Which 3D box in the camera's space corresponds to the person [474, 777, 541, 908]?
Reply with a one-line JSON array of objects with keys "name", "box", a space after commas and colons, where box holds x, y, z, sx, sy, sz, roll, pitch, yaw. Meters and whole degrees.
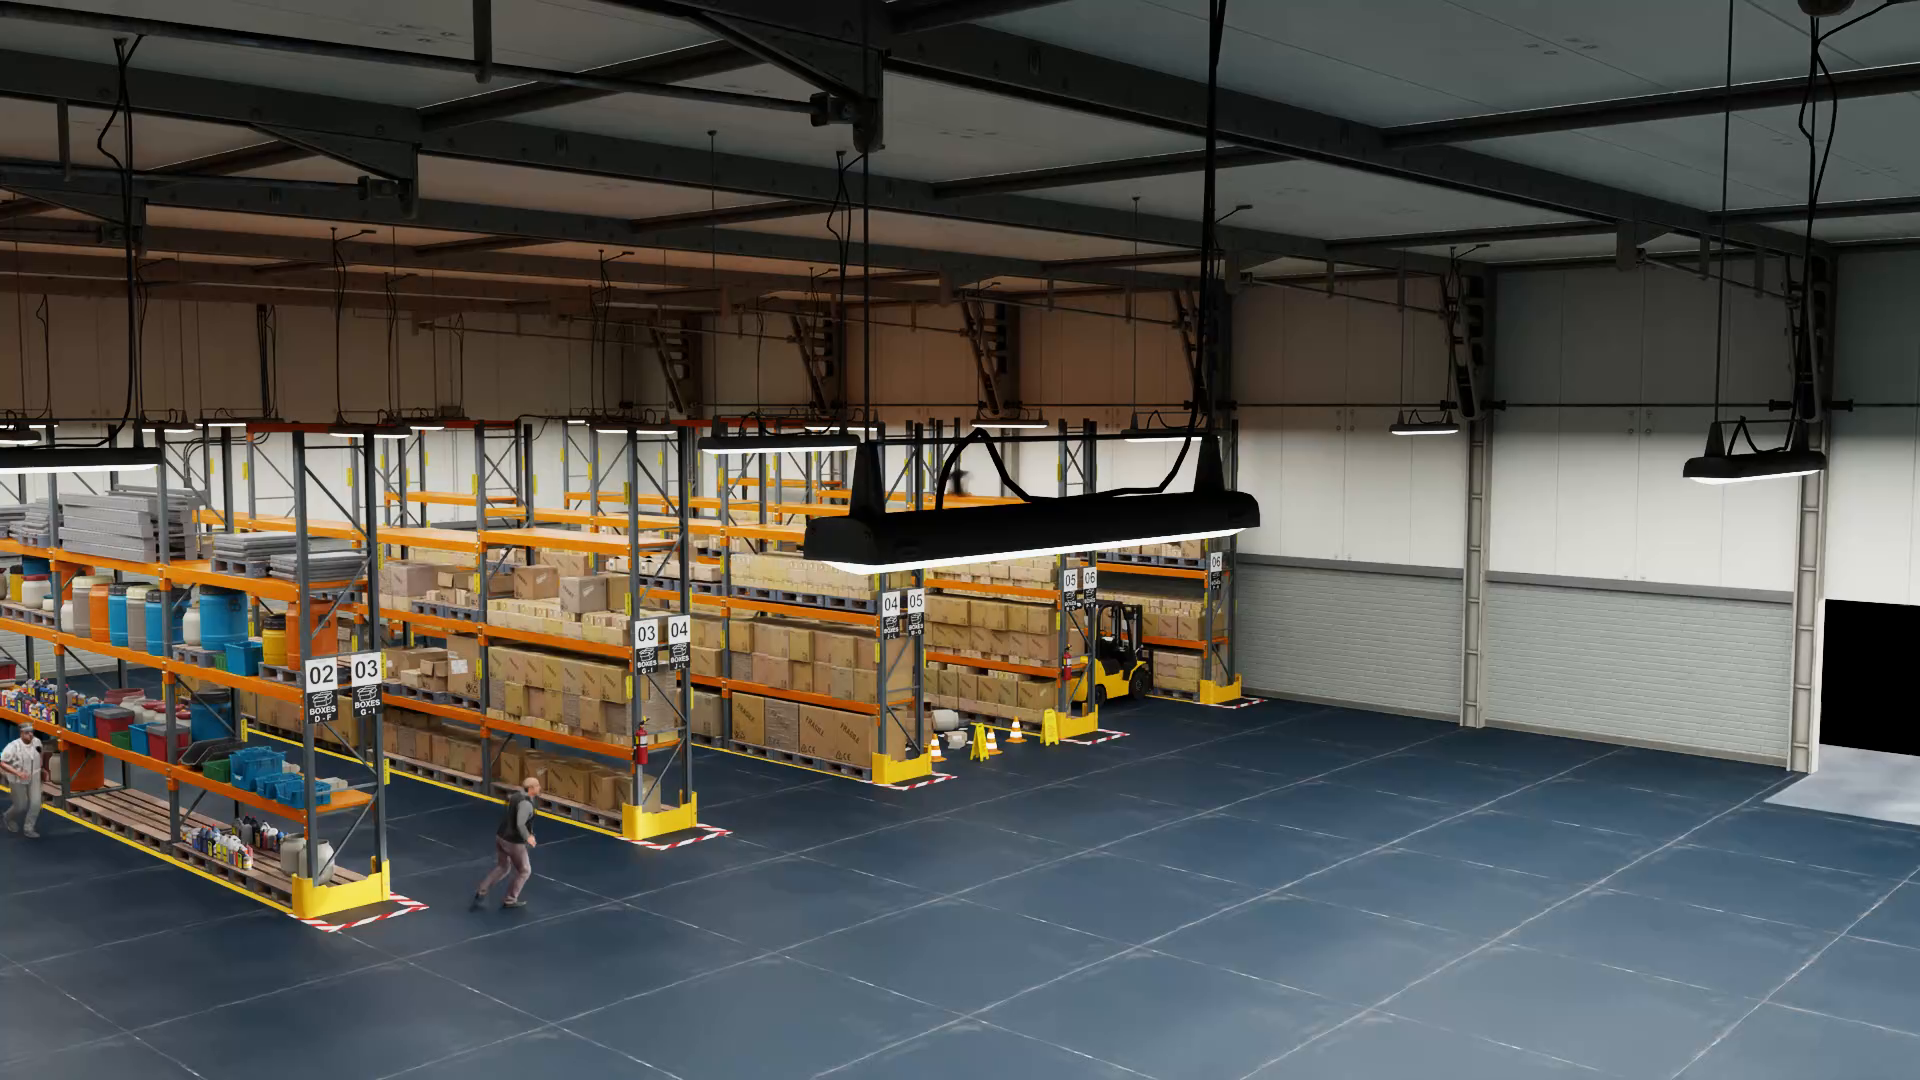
[{"name": "person", "box": [-5.678, 3.810, 20.907, 0.810, 1.631, 0.659, -3, 6, -34]}]

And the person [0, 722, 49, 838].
[{"name": "person", "box": [-13.737, 3.496, 24.353, 0.776, 1.722, 0.659, 3, 6, 35]}]

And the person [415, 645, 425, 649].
[{"name": "person", "box": [-10.877, 2.841, 33.183, 0.728, 1.574, 0.598, 2, 5, 26]}]
